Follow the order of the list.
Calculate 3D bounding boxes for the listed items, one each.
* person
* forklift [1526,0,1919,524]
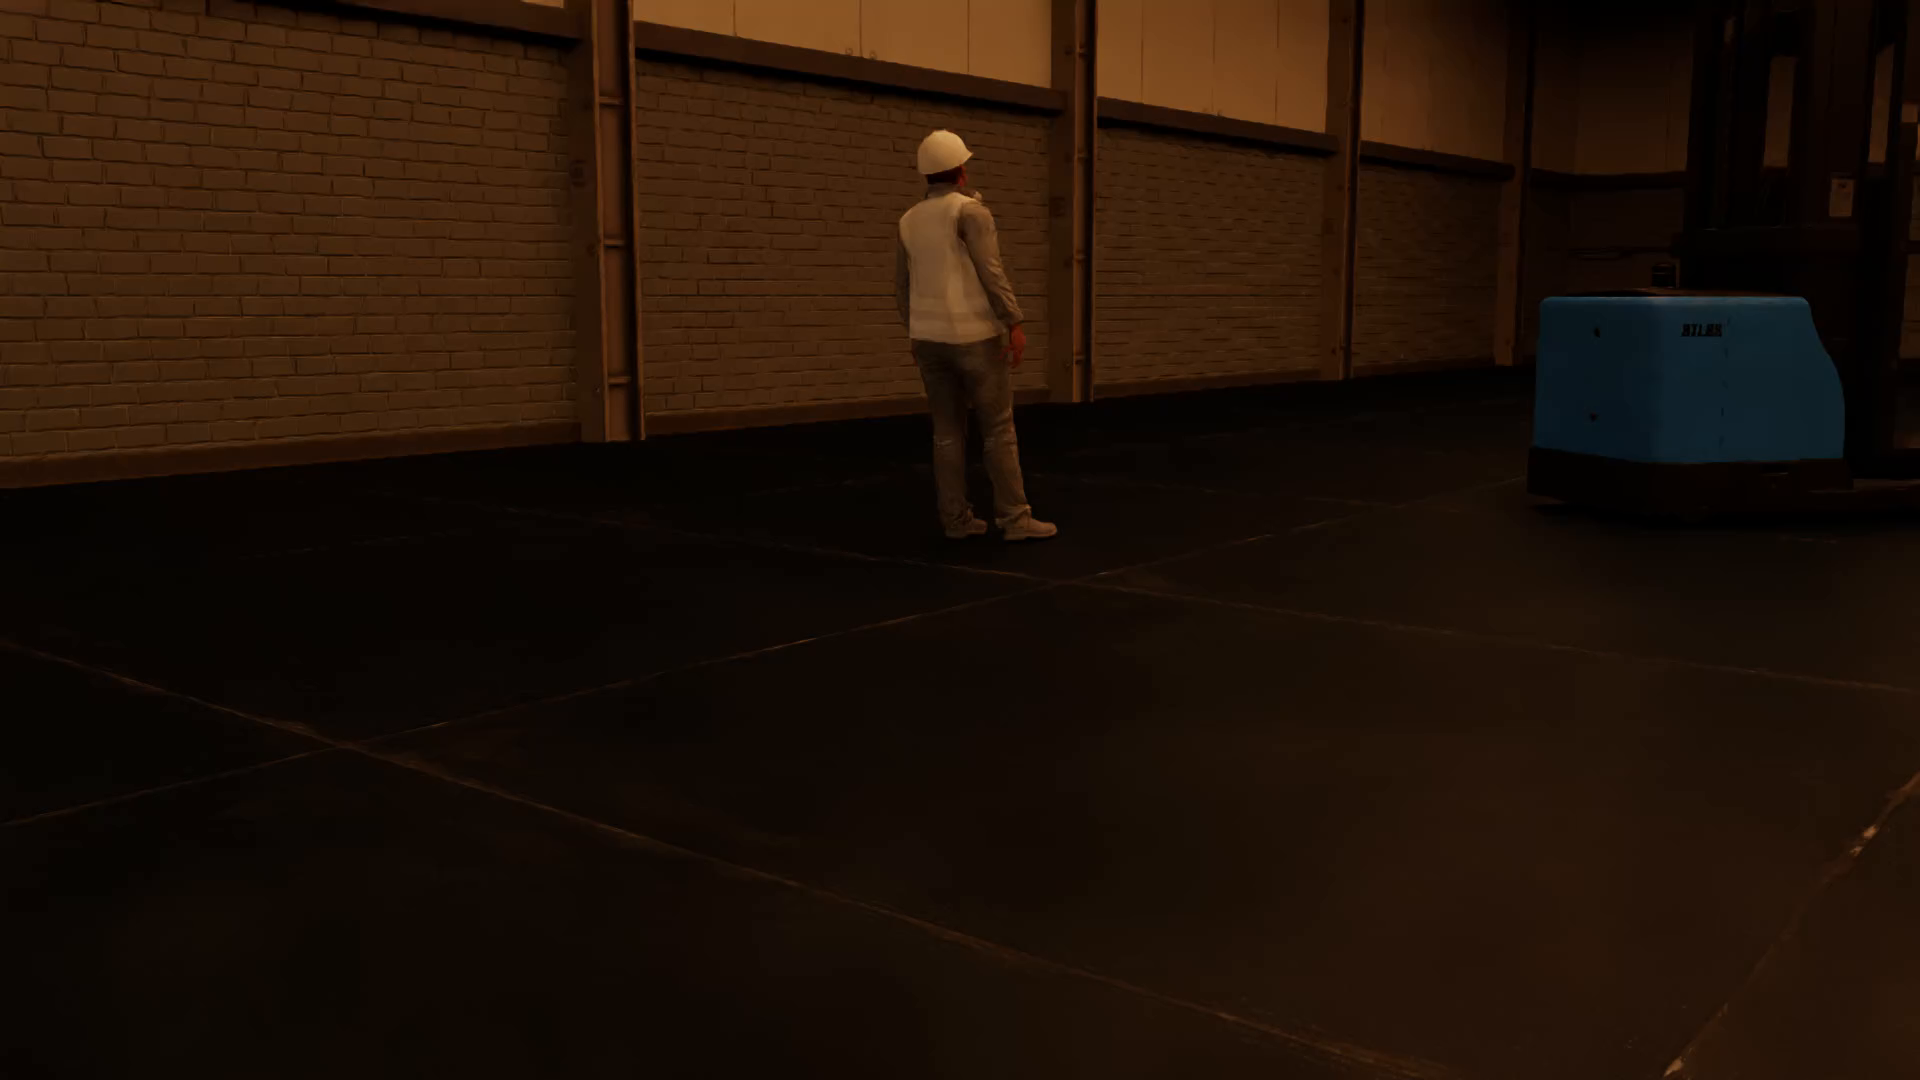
[{"bbox_3d":[0.046,-0.891,7.318,0.632,1.773,0.567,7,11,38],"label":"person"},{"bbox_3d":[4.505,-1.619,8.344,3.031,2.935,1.130,-2,9,-15],"label":"forklift"}]
